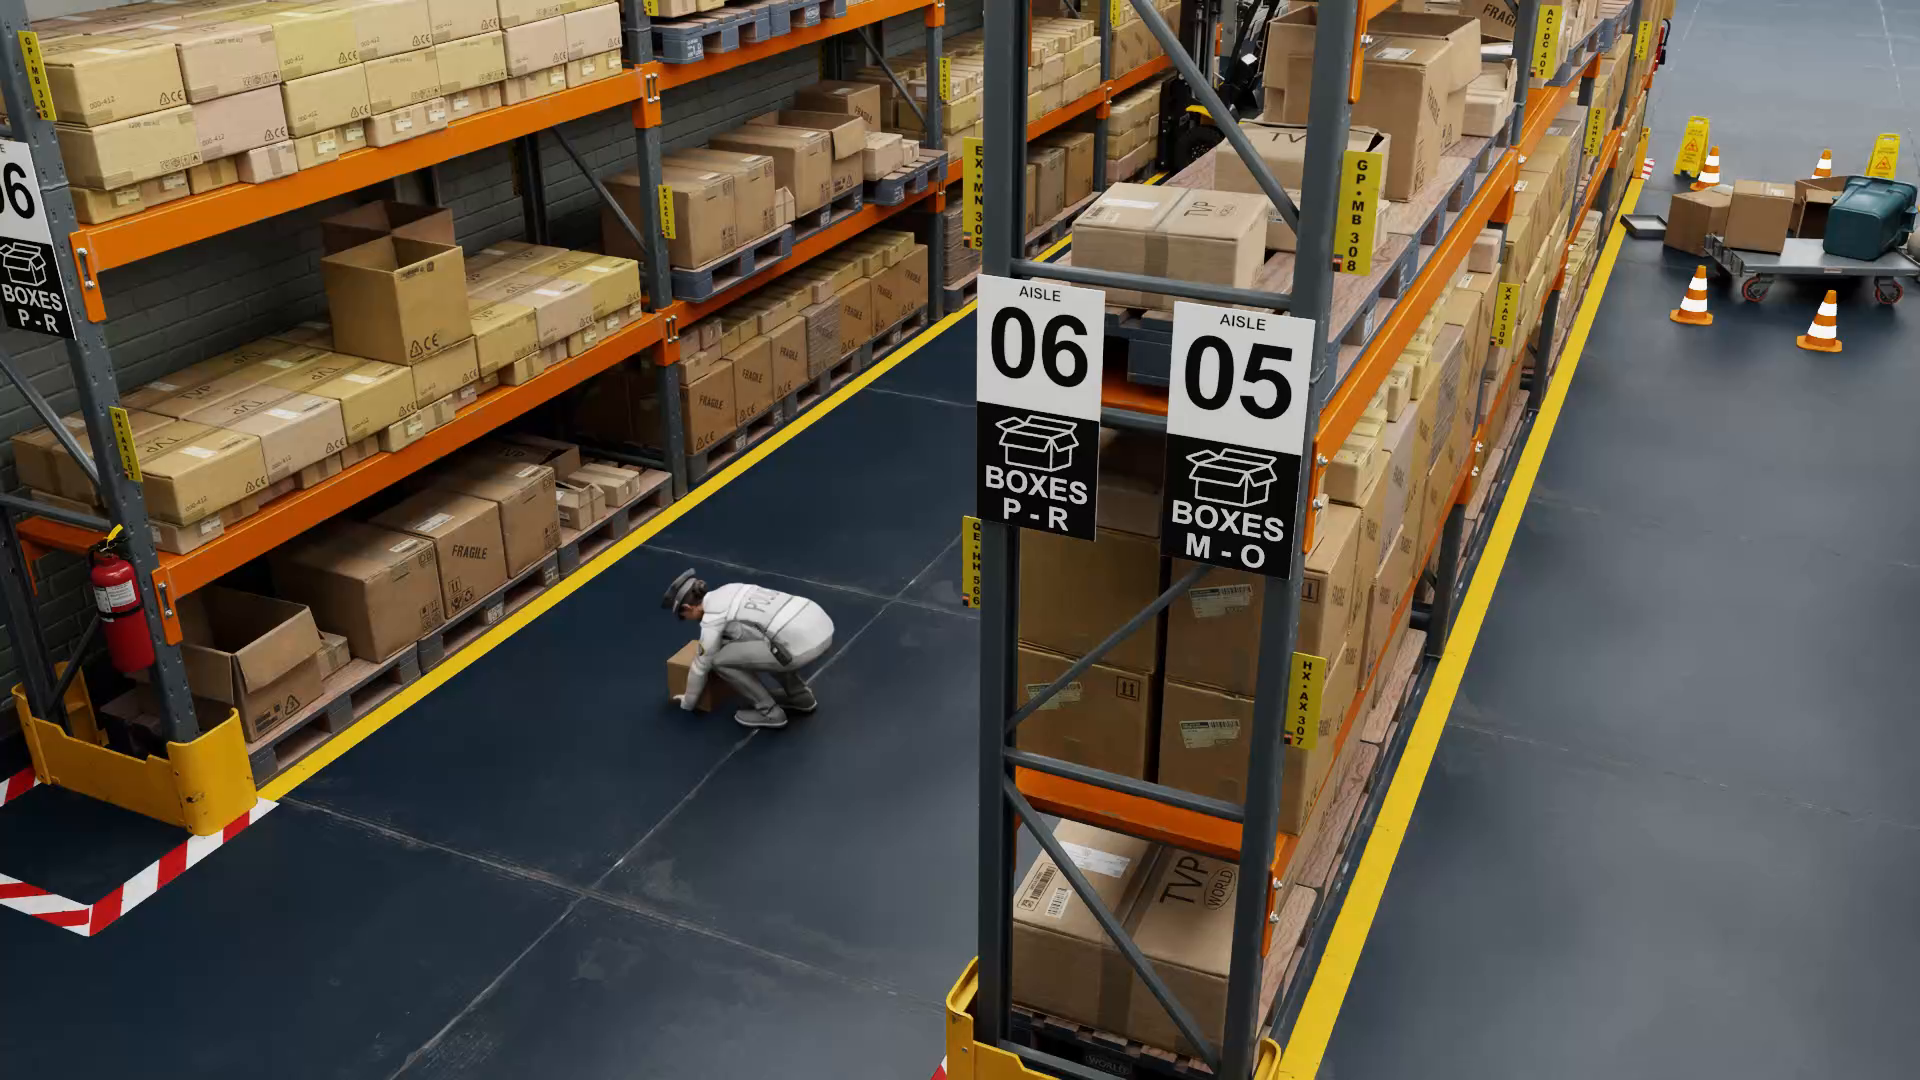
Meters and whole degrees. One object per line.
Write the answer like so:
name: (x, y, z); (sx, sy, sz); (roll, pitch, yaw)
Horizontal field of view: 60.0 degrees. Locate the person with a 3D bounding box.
person: (-1.092, 0.553, 8.535); (0.910, 0.773, 0.449); (11, 28, 21)
